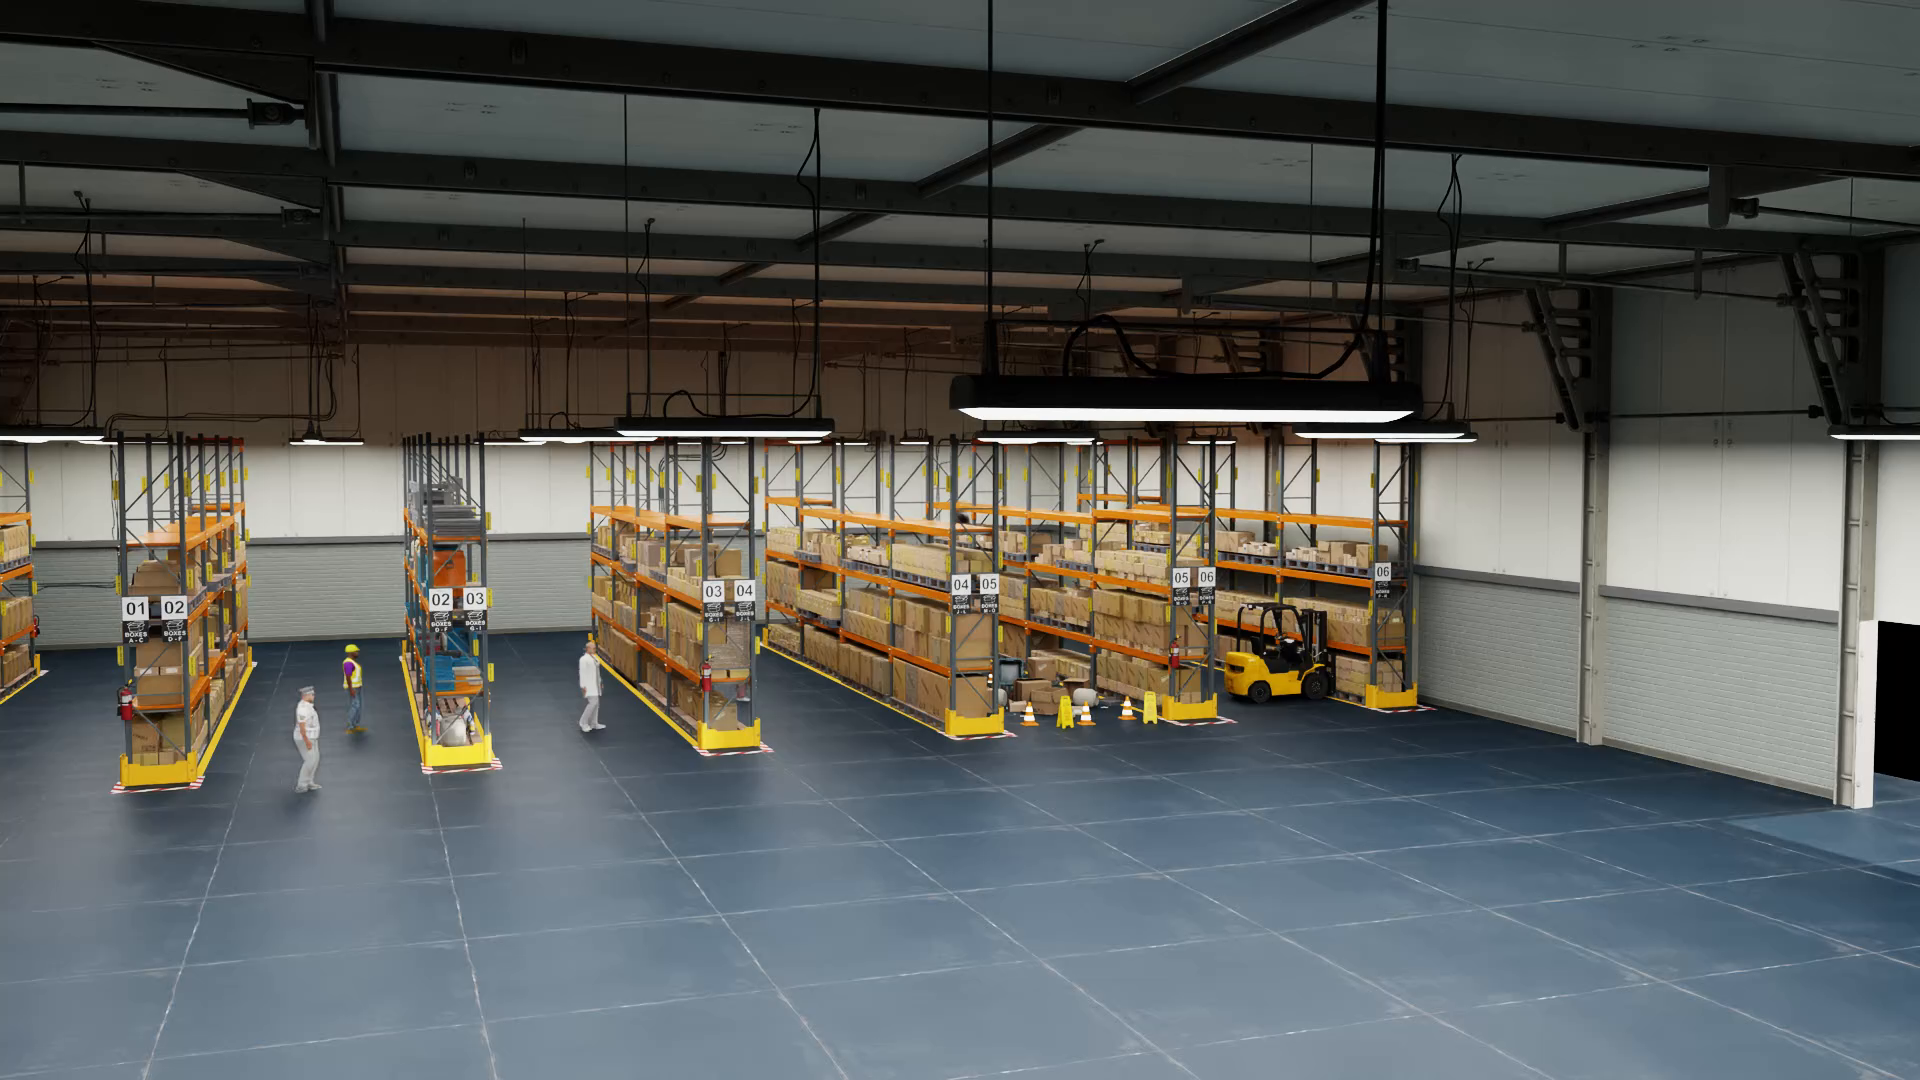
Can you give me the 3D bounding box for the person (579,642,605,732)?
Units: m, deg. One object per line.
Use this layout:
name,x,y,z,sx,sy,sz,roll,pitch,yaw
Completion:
person,-7.462,2.982,33.780,0.468,1.761,0.635,1,3,14

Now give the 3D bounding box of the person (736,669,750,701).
person,-4.906,2.816,37.656,0.367,1.677,0.572,0,3,-7

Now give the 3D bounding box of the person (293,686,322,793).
person,-10.923,3.358,27.834,0.419,1.847,0.589,0,3,-4

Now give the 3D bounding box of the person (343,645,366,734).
person,-12.237,3.028,33.599,0.445,1.841,0.625,0,3,2
